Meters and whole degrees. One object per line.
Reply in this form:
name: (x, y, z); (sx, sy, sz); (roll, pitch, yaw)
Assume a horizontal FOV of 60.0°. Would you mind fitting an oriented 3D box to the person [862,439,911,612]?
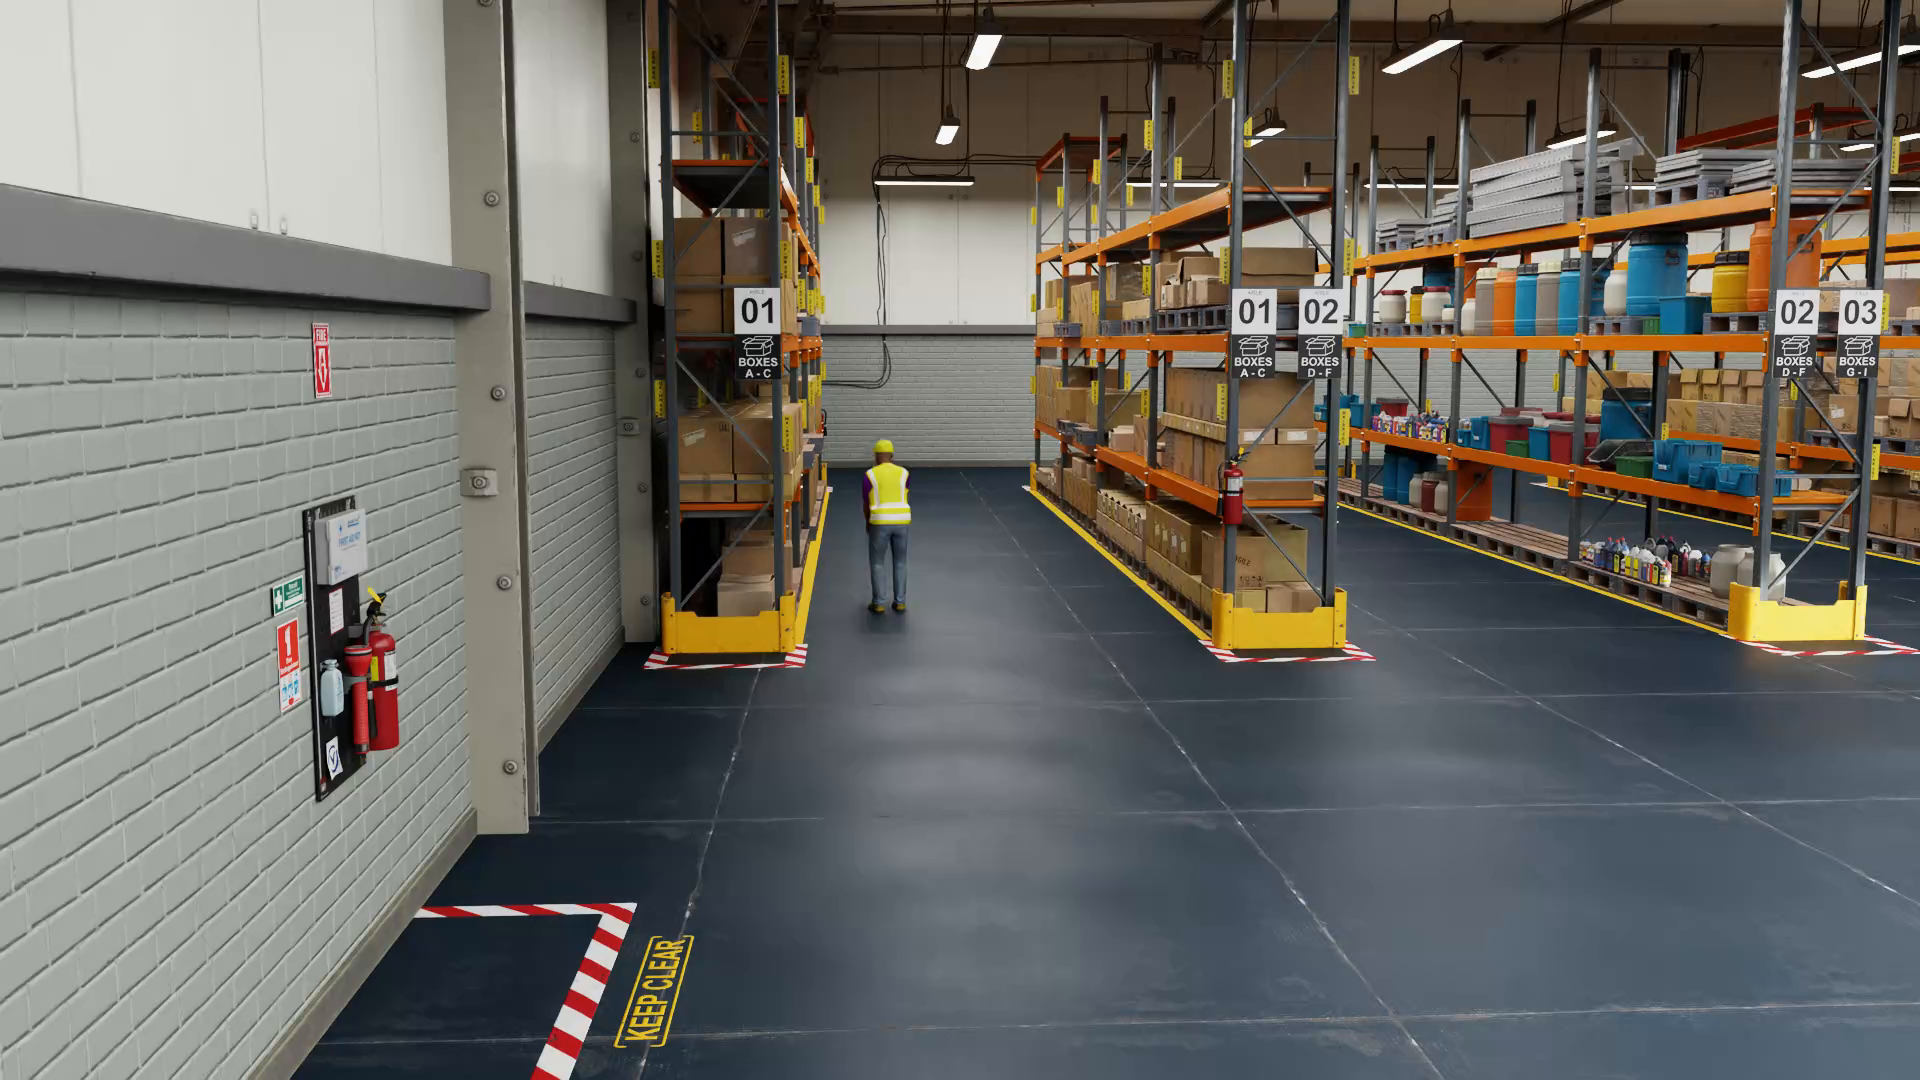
person: (-0.770, -0.162, 17.076); (0.501, 1.746, 0.597); (-2, 7, -18)
